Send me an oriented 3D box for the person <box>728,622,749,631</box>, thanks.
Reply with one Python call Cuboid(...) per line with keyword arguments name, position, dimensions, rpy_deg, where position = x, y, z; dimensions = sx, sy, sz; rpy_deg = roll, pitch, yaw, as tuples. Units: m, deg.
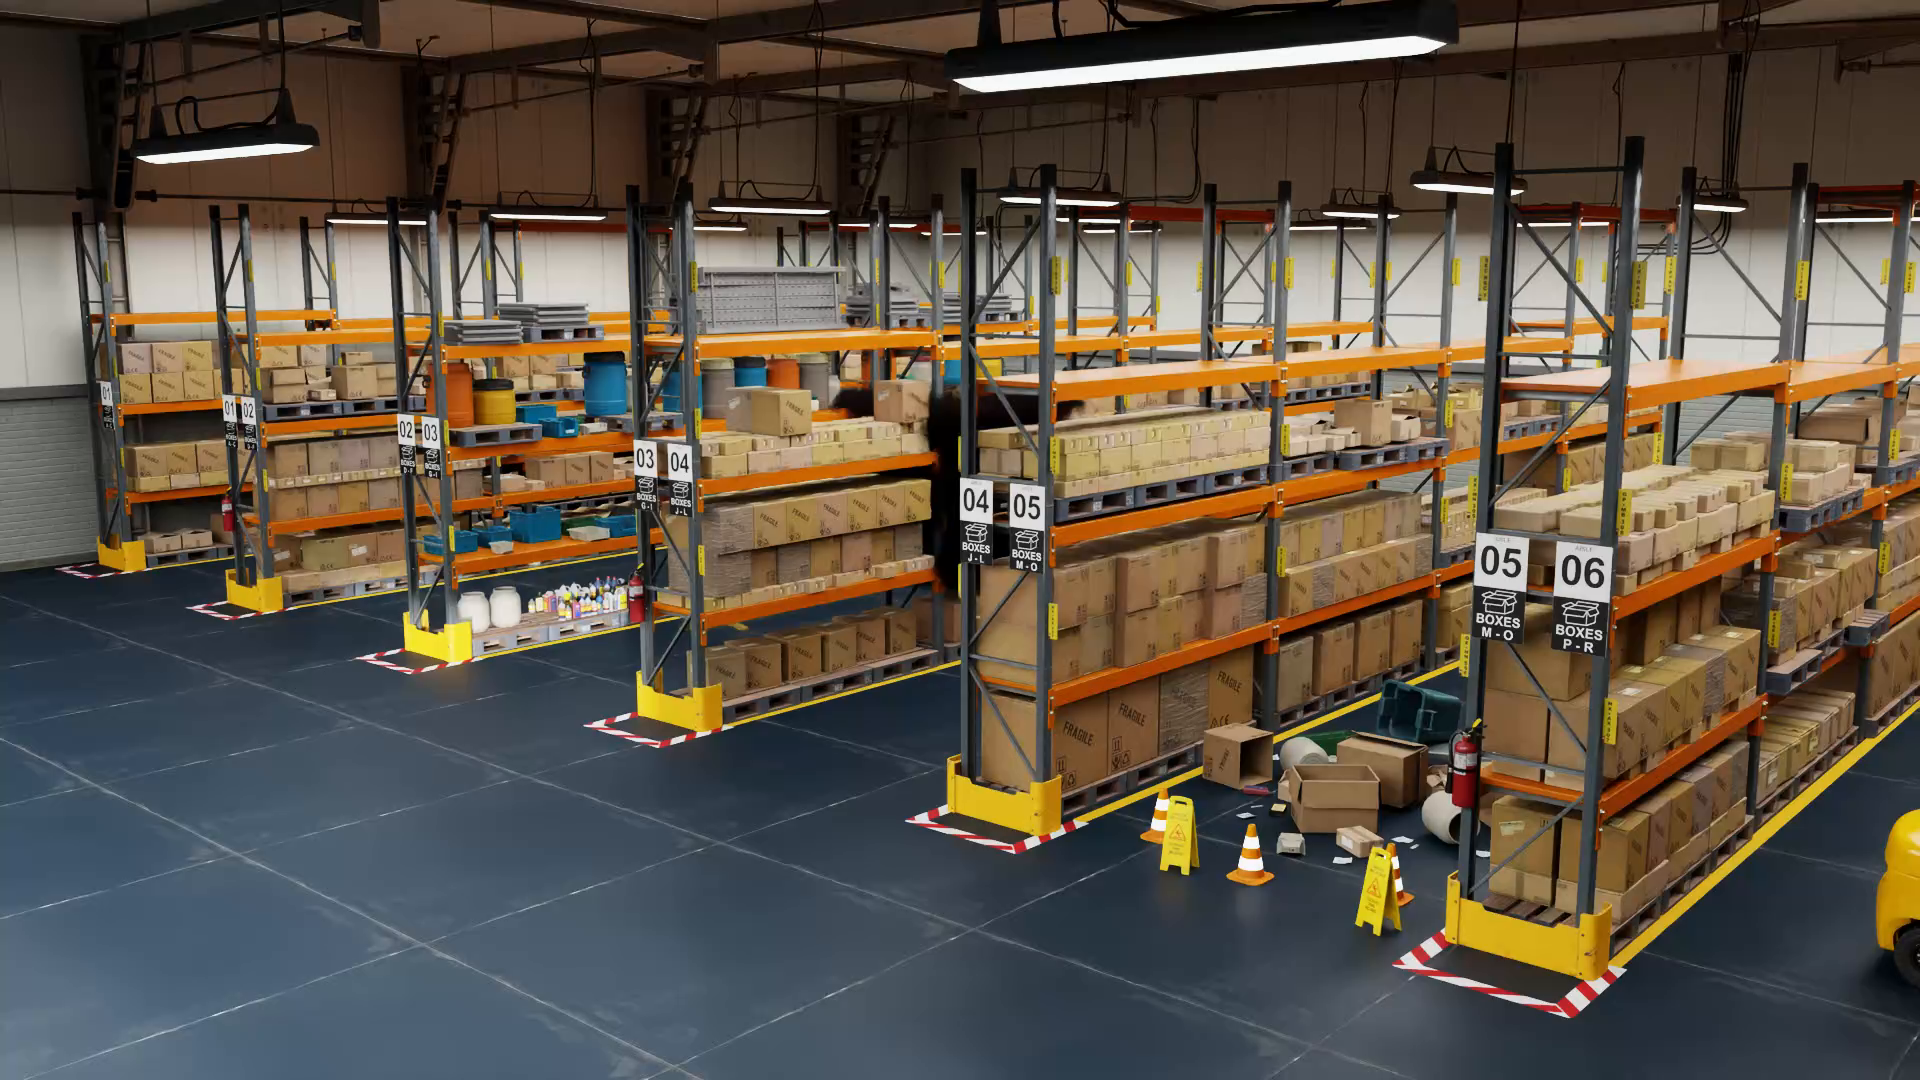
Cuboid(name="person", position=(-3.267, 0.336, 22.161), dimensions=(0.703, 1.788, 0.574), rpy_deg=(-8, 12, -40))
